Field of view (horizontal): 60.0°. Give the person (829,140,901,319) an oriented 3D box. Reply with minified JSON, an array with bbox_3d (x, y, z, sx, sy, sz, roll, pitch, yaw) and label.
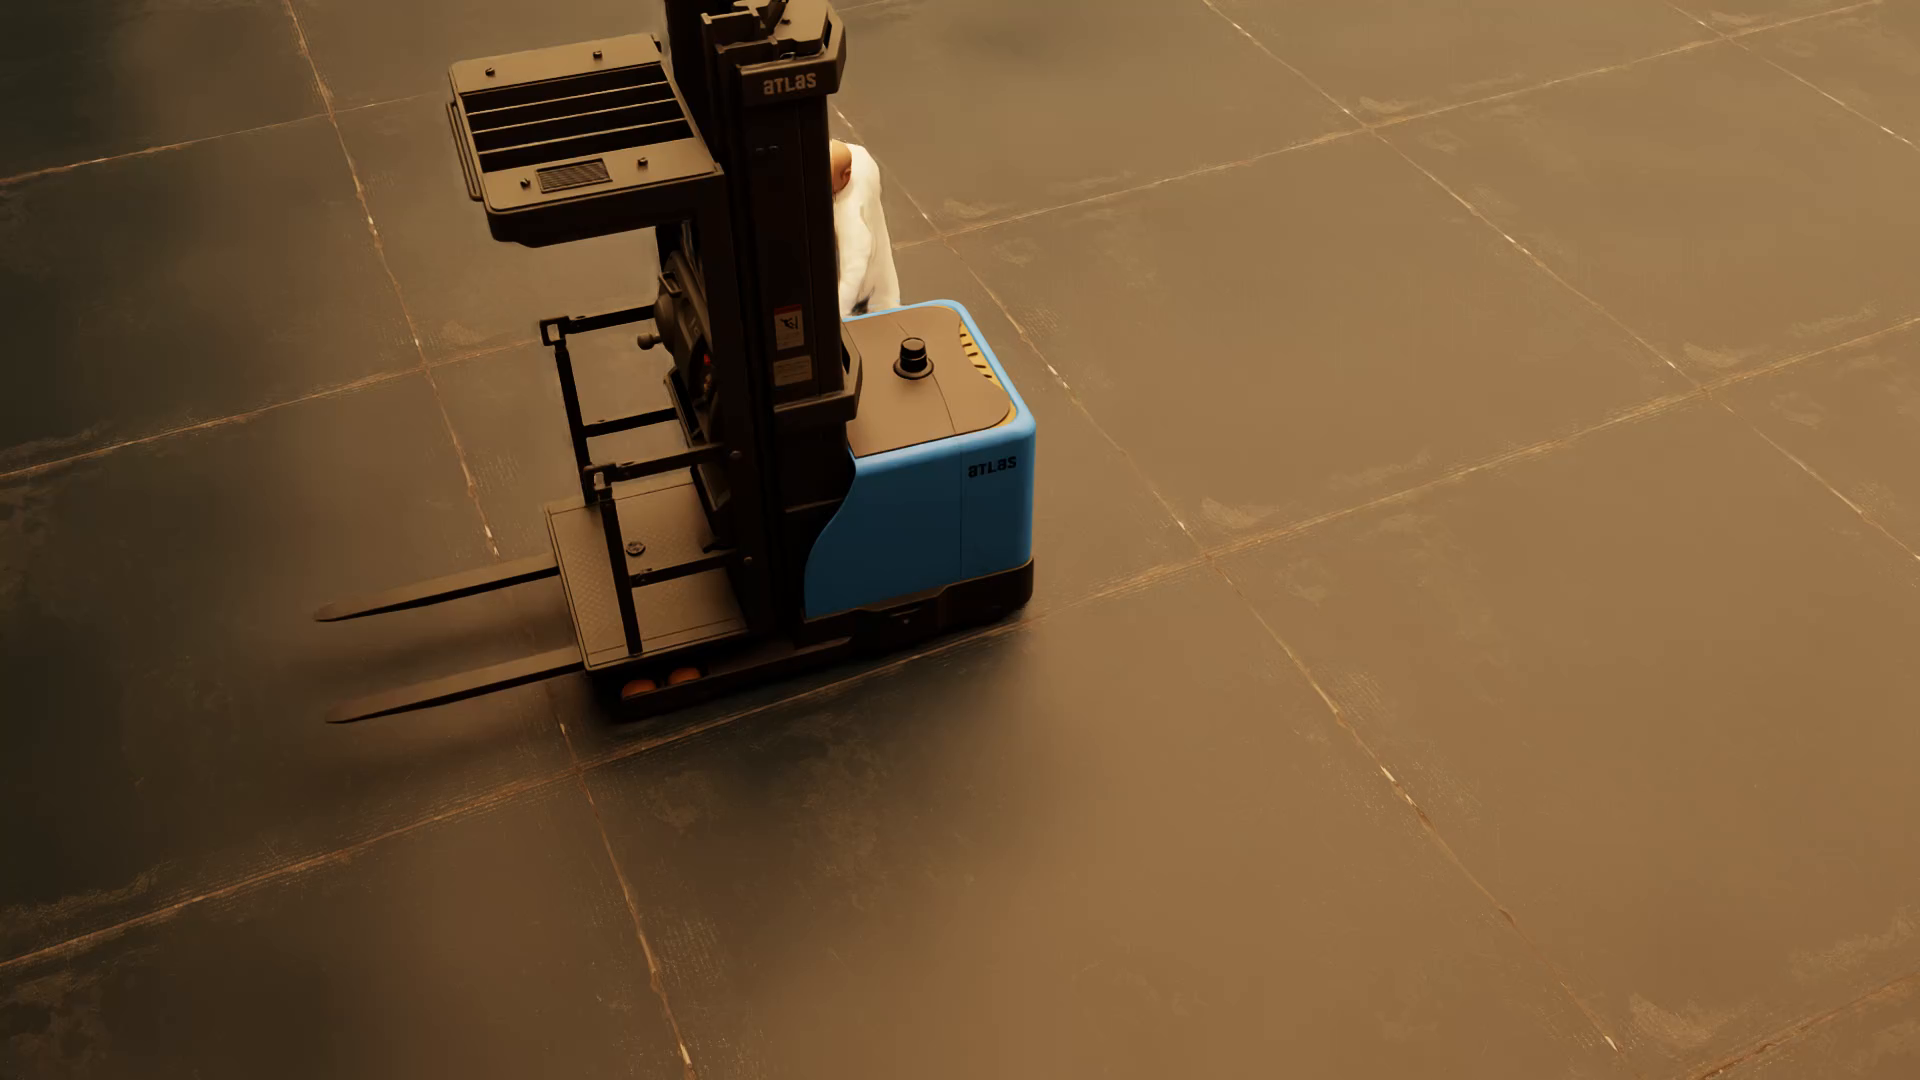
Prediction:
[{"bbox_3d":[-0.608,-1.265,8.137,0.780,1.543,1.011,-31,51,-29],"label":"person"}]

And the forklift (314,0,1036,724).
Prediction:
[{"bbox_3d":[-1.247,-0.733,6.466,3.031,2.935,1.130,-14,45,-14],"label":"forklift"}]
